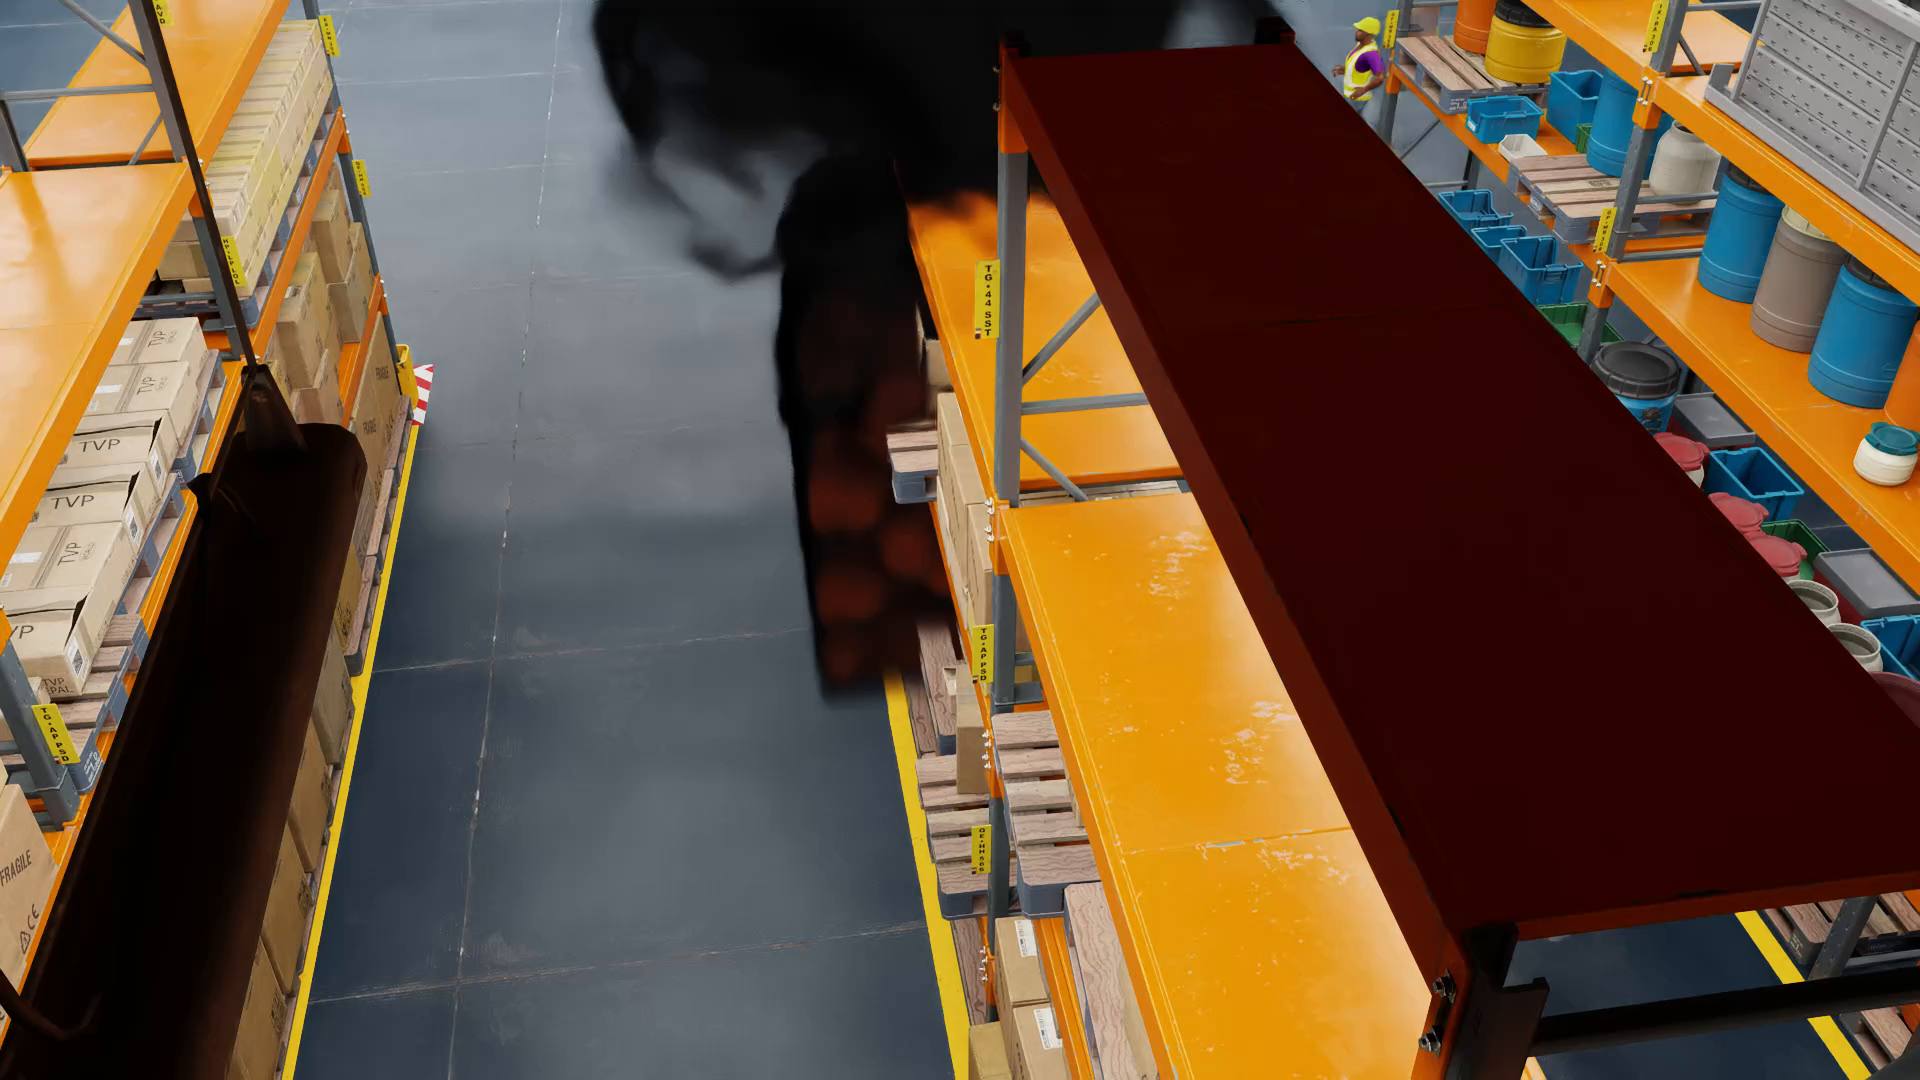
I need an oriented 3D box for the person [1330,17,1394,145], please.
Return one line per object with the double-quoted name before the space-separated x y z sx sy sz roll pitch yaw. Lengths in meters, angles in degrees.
"person" 4.533 -5.039 18.846 0.915 1.767 0.699 7 37 9
